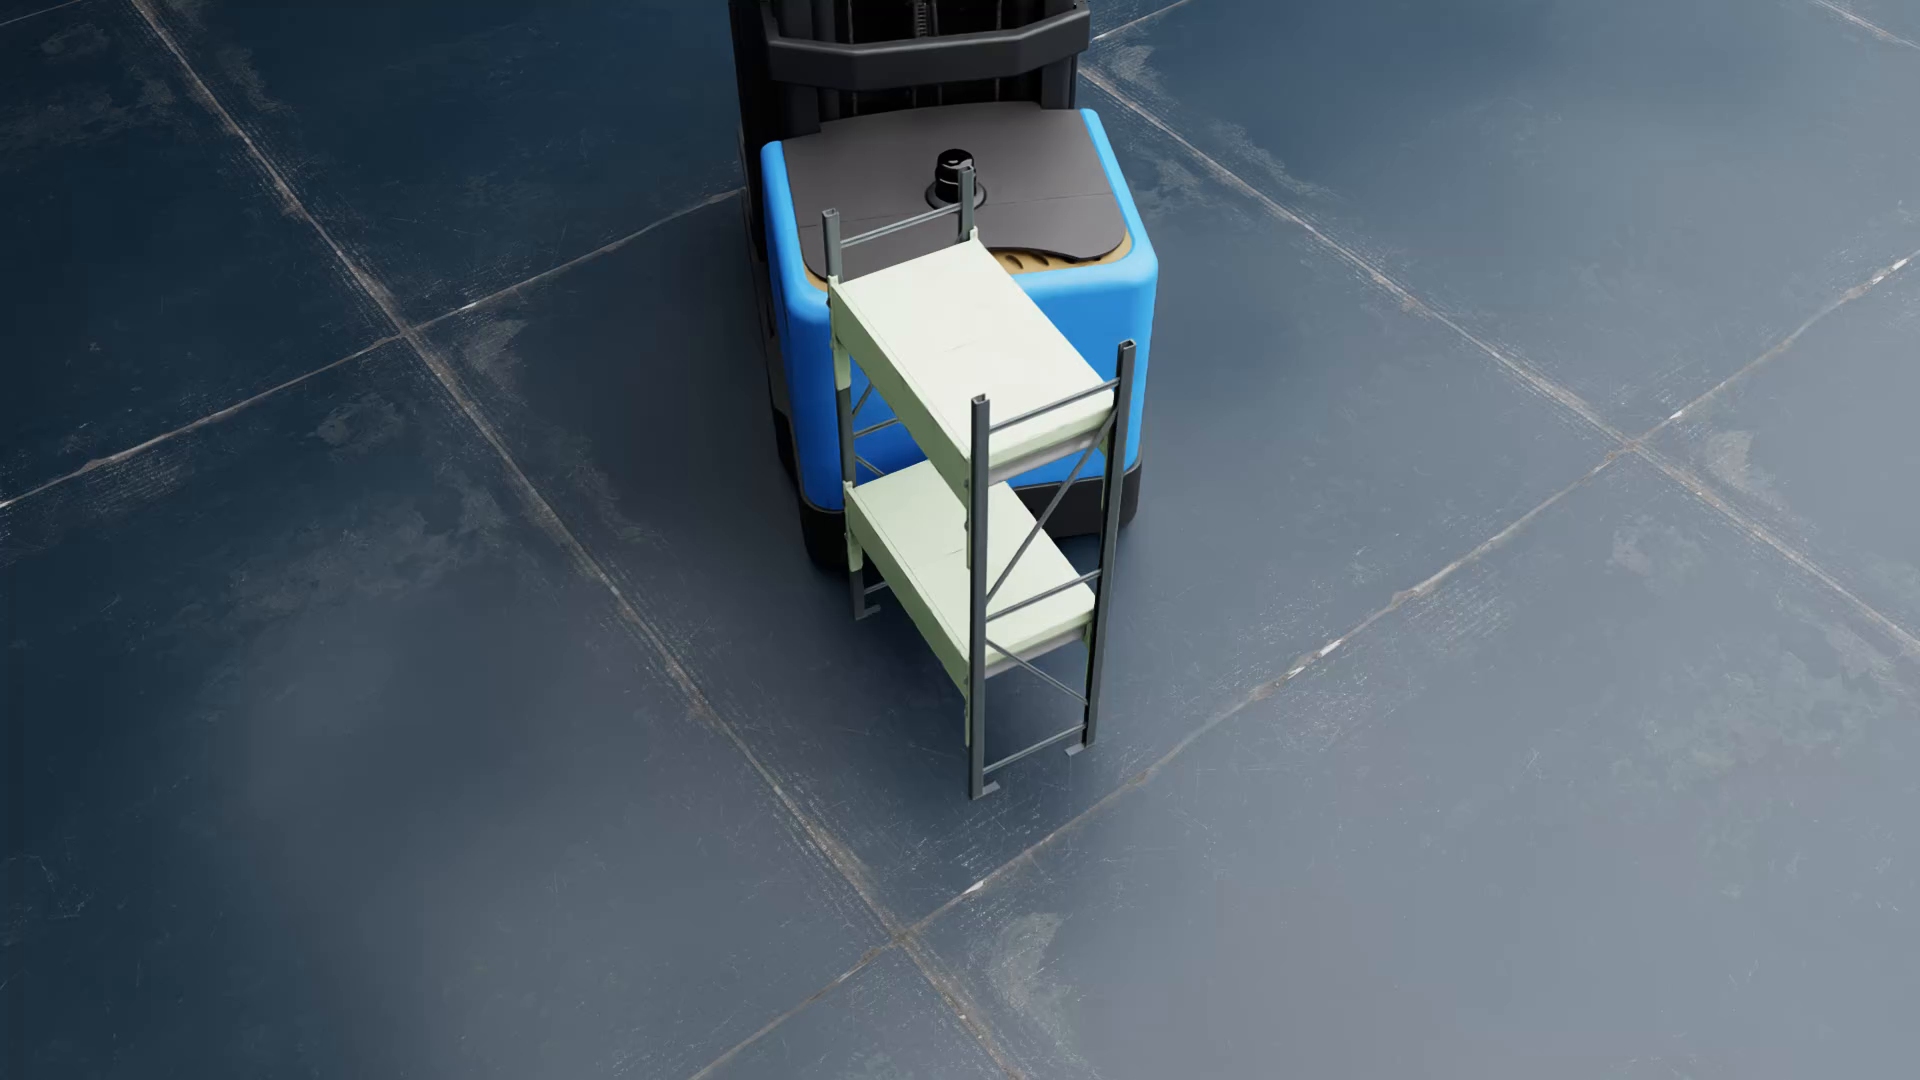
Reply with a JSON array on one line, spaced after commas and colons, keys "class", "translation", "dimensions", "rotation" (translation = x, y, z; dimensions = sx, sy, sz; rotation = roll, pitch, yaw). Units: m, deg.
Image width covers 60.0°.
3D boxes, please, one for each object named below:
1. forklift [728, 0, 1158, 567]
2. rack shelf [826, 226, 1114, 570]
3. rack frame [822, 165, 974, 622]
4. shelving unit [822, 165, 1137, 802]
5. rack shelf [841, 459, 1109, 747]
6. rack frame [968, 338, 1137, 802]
[{"class": "forklift", "translation": [-0.211, -2.014, 5.098], "dimensions": [1.130, 2.935, 3.031], "rotation": [-8, 48, -7]}, {"class": "rack shelf", "translation": [0.029, -0.359, 4.036], "dimensions": [0.431, 0.370, 0.720], "rotation": [-22, 51, -19]}, {"class": "rack frame", "translation": [-0.146, -0.335, 4.541], "dimensions": [0.400, 1.500, 0.023], "rotation": [-22, 51, -19]}, {"class": "shelving unit", "translation": [0.029, -0.097, 4.325], "dimensions": [0.431, 1.500, 0.755], "rotation": [-22, 51, -19]}, {"class": "rack shelf", "translation": [0.029, 0.122, 4.567], "dimensions": [0.431, 0.370, 0.720], "rotation": [-22, 51, -19]}, {"class": "rack frame", "translation": [0.204, 0.142, 4.109], "dimensions": [0.400, 1.500, 0.023], "rotation": [-22, 51, -19]}]
